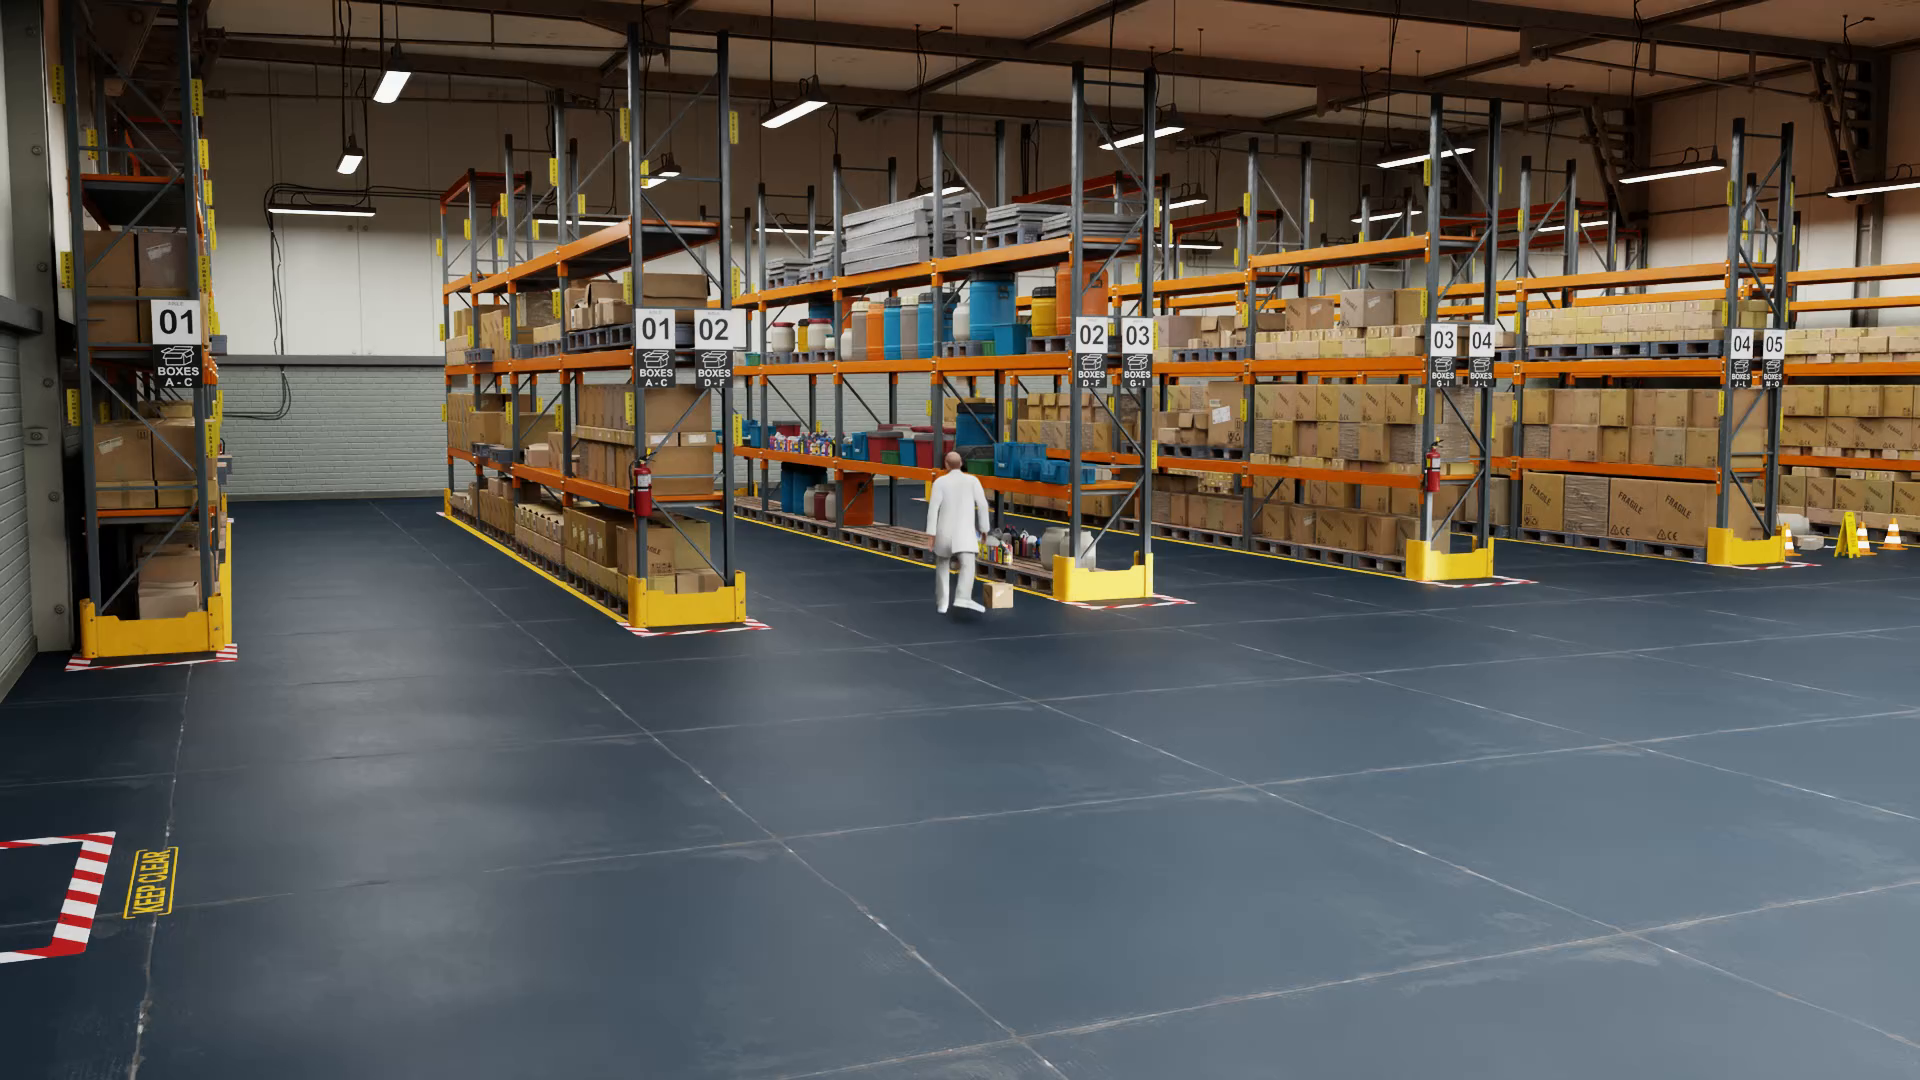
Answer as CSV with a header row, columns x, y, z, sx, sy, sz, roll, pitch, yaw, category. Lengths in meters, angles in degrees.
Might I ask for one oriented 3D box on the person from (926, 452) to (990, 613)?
x,y,z,sx,sy,sz,roll,pitch,yaw,category
-0.036,-0.068,17.623,0.661,1.718,0.962,1,5,6,person
